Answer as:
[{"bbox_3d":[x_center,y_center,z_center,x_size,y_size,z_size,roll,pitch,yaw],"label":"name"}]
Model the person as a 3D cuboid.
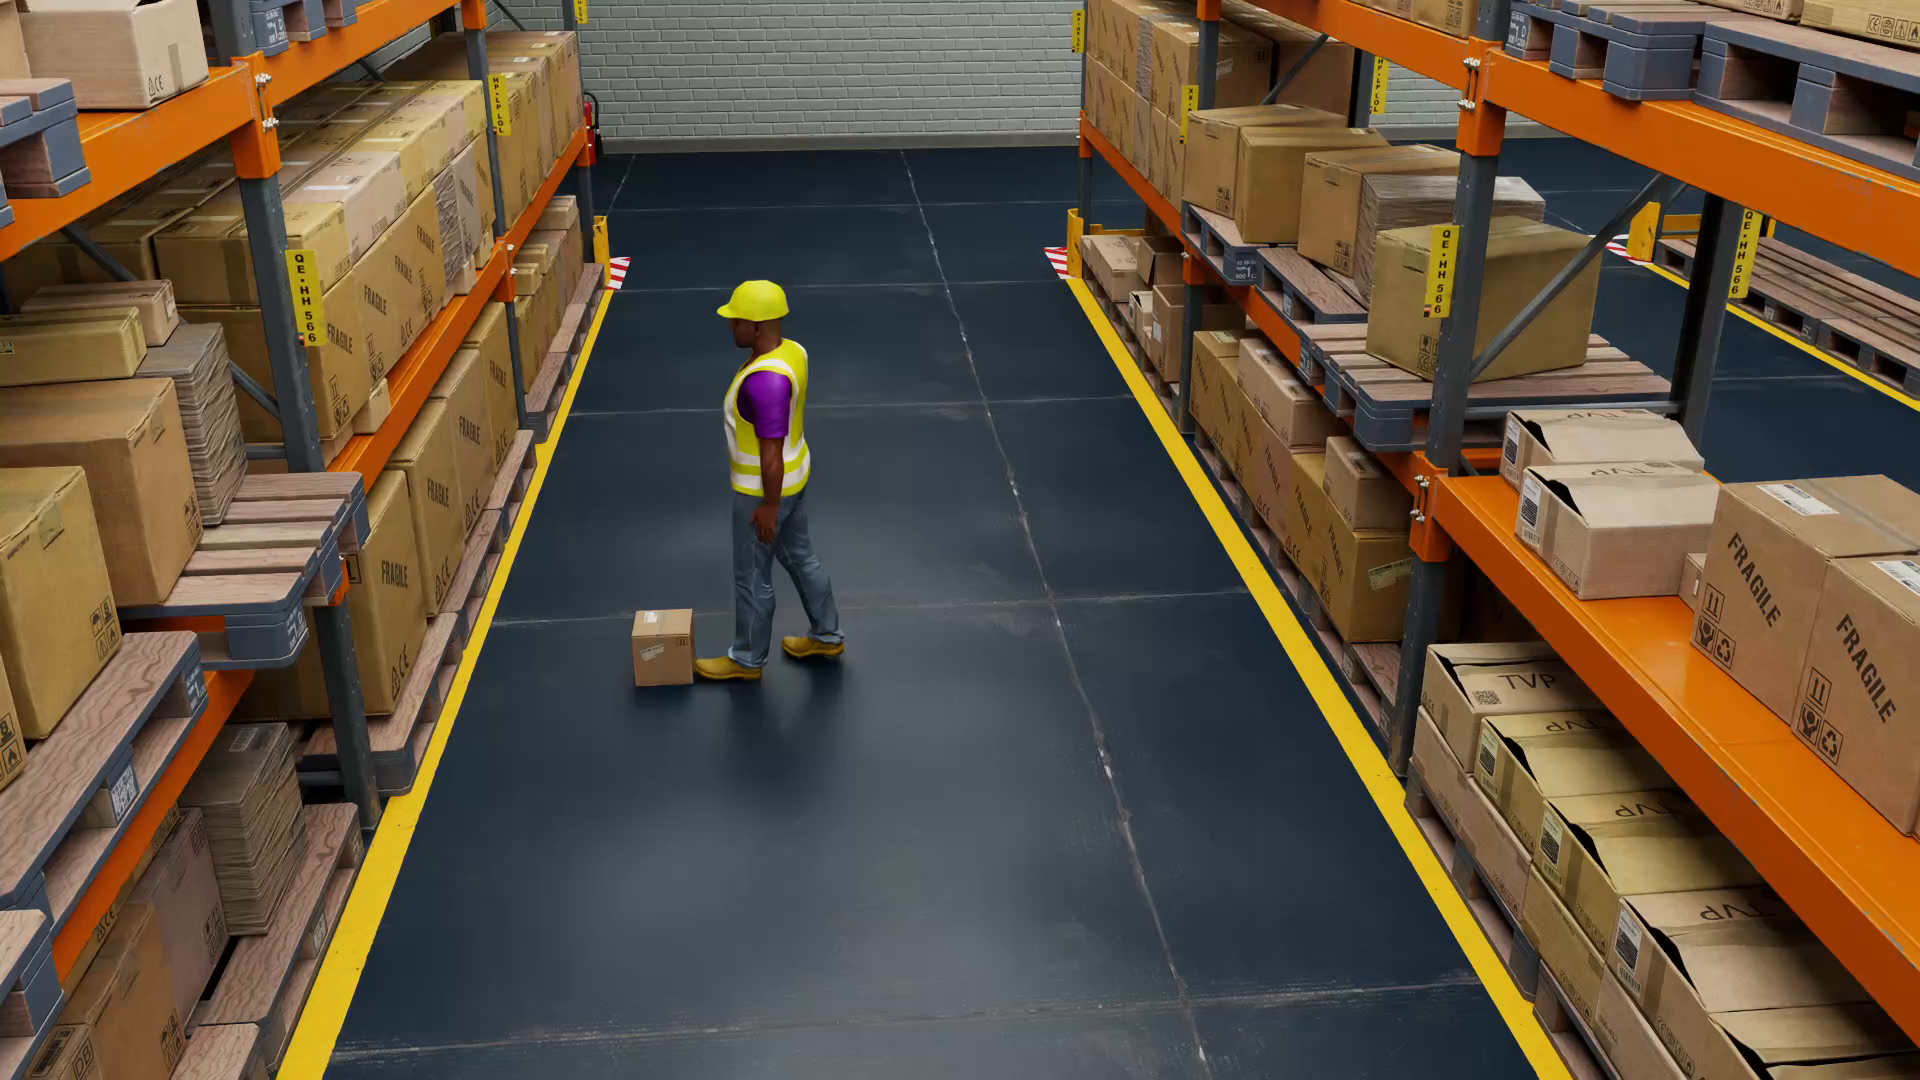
[{"bbox_3d":[8.271,0.593,3.422,19.672,3.192,5.503,3,24,7],"label":"person"}]
